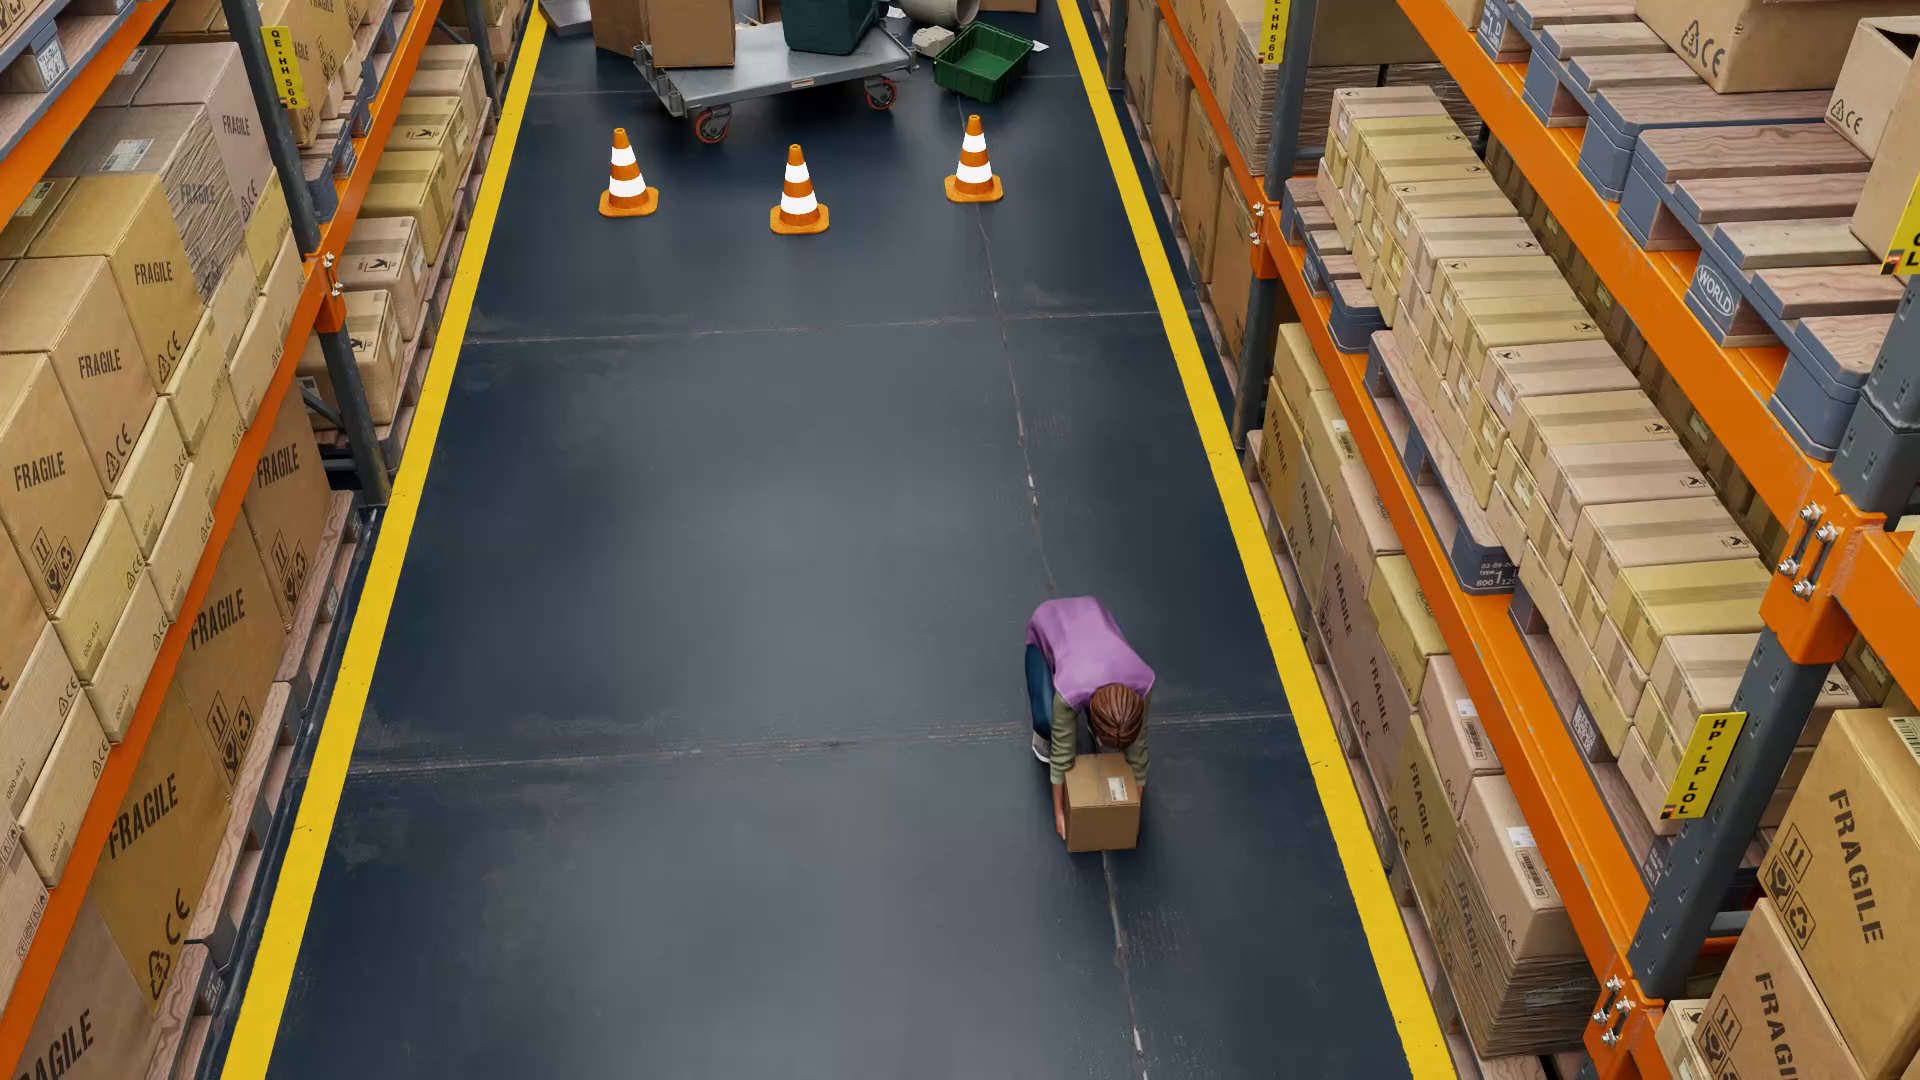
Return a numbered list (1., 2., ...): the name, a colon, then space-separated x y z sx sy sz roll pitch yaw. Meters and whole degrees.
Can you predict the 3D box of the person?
1. person: 0.469 0.608 6.158 0.426 0.723 0.852 -4 40 -5
